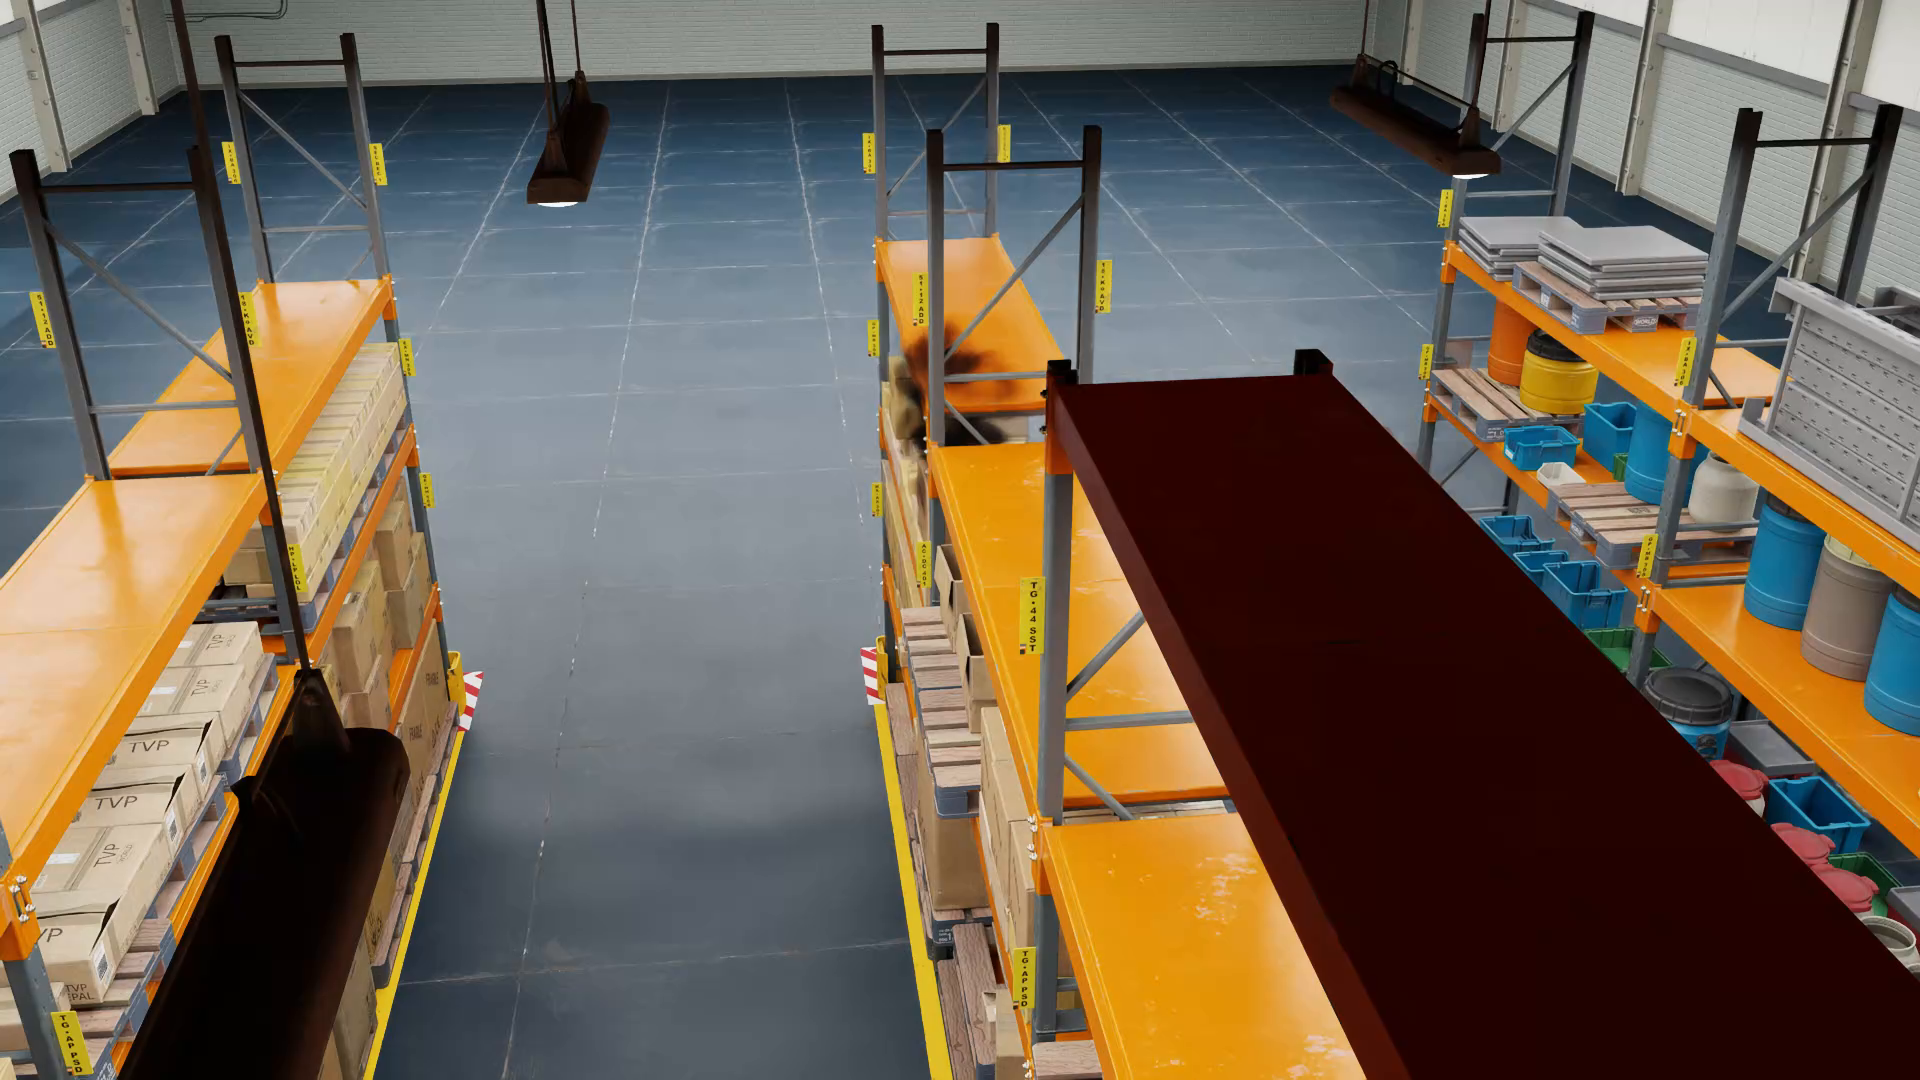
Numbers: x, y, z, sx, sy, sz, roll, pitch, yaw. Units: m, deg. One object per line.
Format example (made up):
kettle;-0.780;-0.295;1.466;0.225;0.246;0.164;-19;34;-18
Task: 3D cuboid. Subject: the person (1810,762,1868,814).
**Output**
person;7.145;1.471;13.504;0.589;1.696;0.852;-11;27;-21
